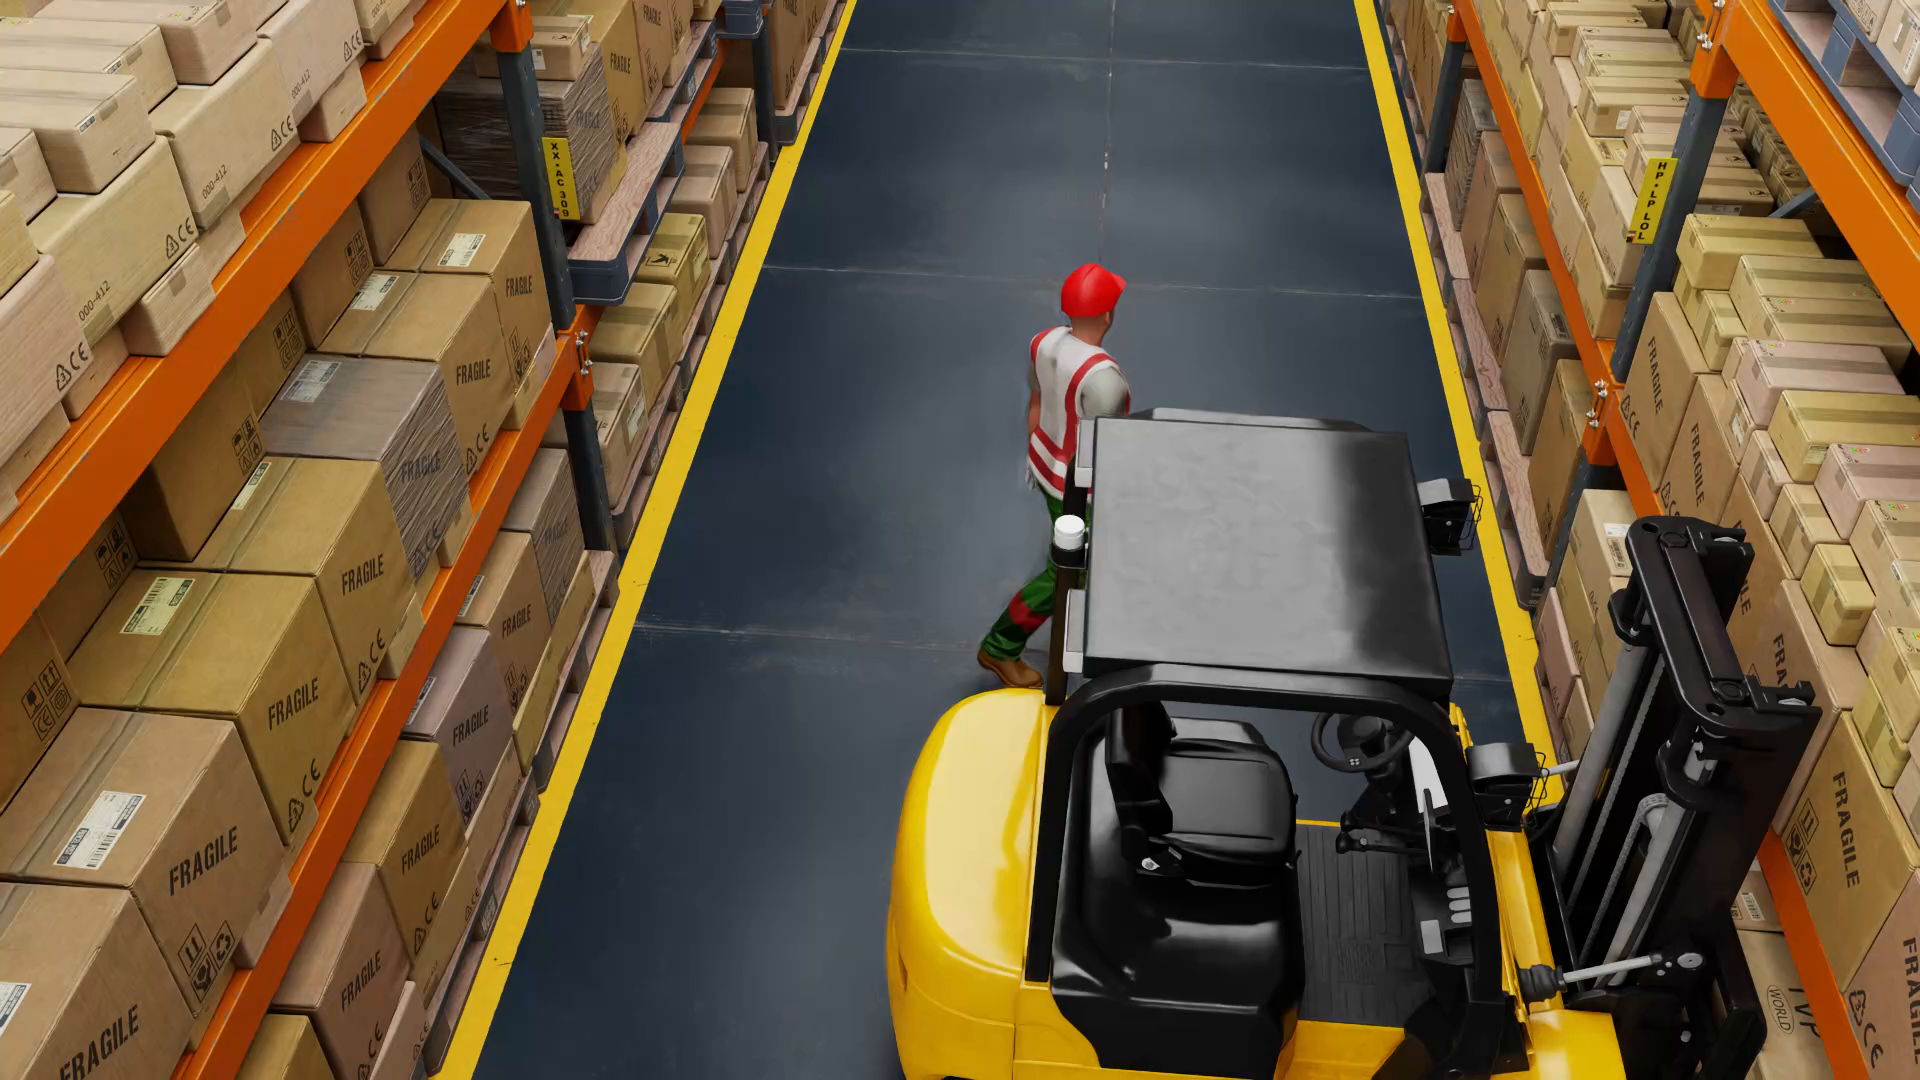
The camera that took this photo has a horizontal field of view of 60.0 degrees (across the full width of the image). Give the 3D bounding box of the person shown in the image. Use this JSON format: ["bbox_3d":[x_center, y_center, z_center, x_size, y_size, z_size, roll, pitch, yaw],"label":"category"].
[{"bbox_3d":[0.373,-0.218,6.394,0.692,1.782,0.548,-14,42,-16],"label":"person"}]
